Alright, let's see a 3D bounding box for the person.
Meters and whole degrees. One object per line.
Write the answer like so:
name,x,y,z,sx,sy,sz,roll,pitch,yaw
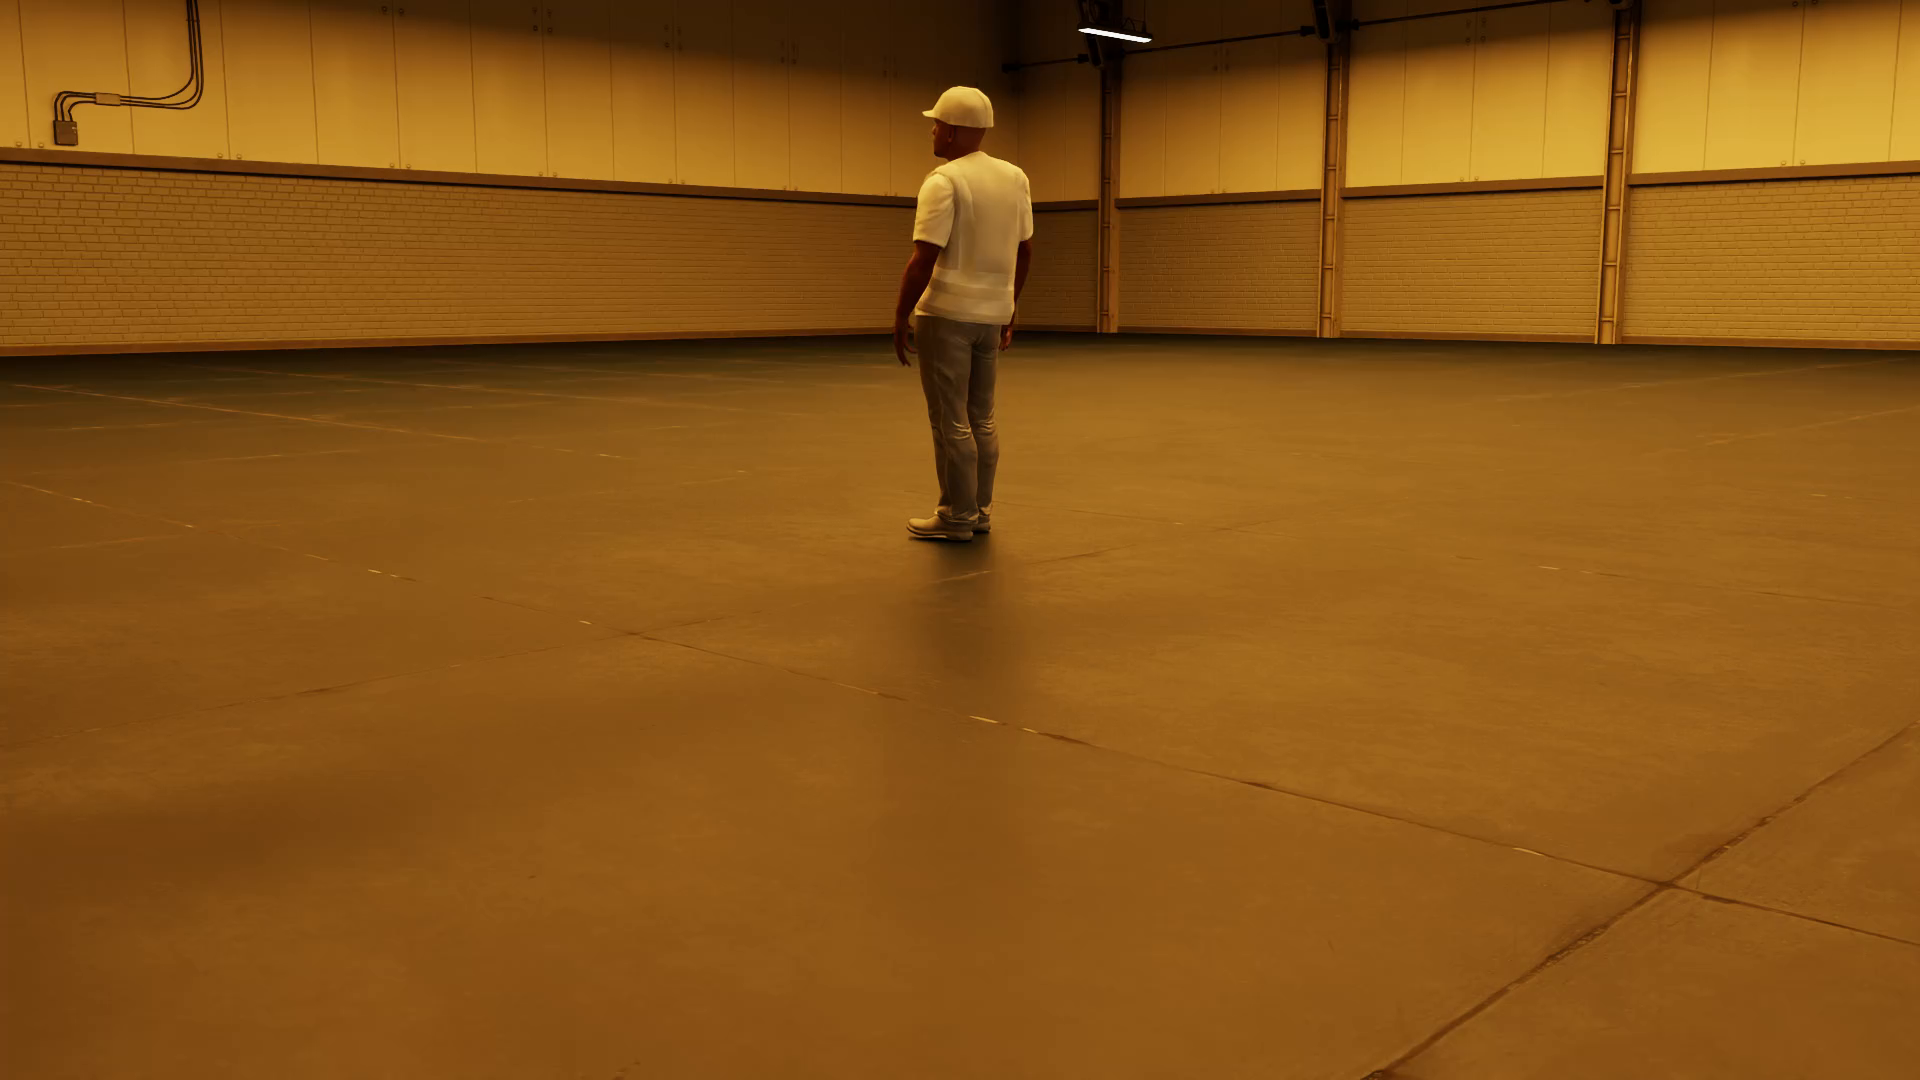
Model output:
person,-0.047,-0.885,6.637,0.575,1.762,0.665,8,12,43
